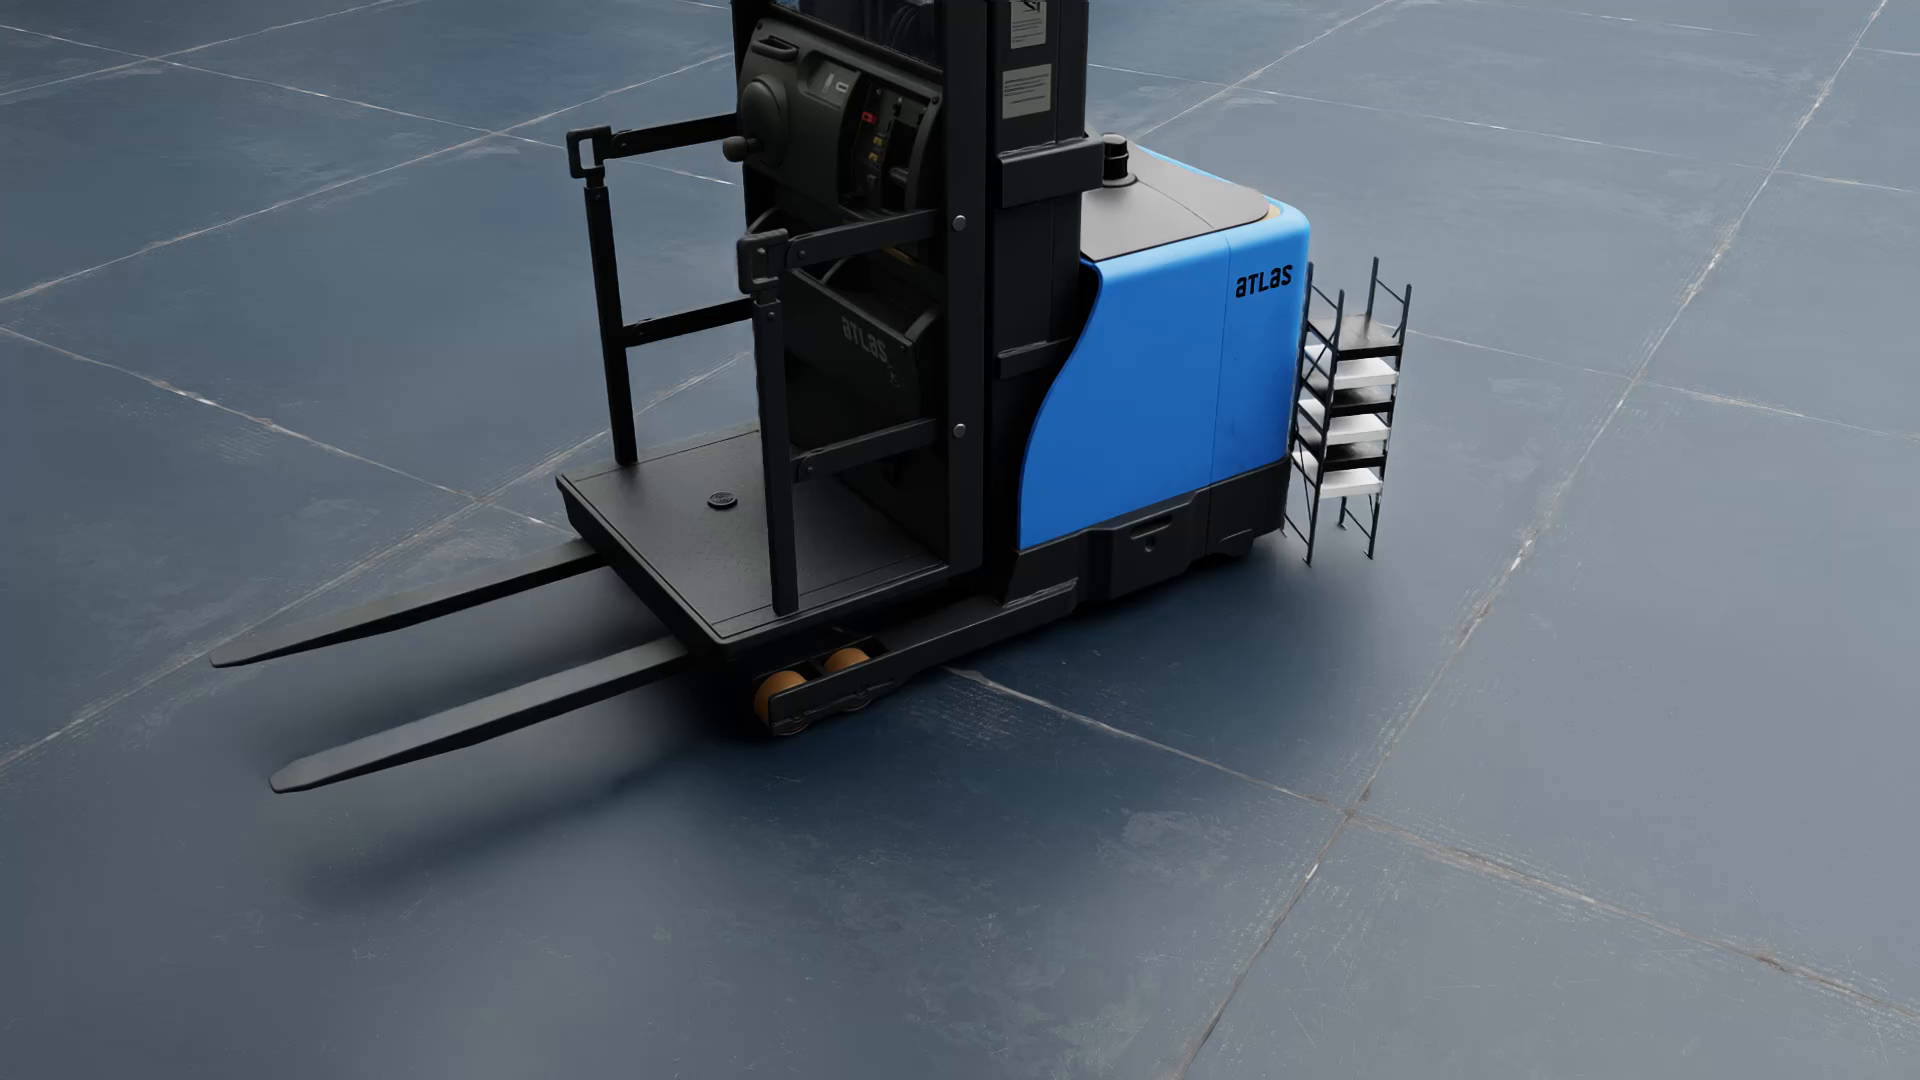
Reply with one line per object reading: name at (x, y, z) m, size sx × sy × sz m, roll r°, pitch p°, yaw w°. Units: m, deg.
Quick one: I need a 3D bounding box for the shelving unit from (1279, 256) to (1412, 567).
shelving unit at (1.149, -0.377, 5.003) m, size 0.210 × 0.900 × 0.258 m, roll -6°, pitch 31°, yaw -11°

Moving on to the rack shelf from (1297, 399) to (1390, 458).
rack shelf at (1.149, -0.348, 5.020) m, size 0.200 × 0.077 × 0.258 m, roll -6°, pitch 31°, yaw -11°

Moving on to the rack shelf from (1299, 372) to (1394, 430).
rack shelf at (1.149, -0.426, 4.975) m, size 0.200 × 0.077 × 0.258 m, roll -6°, pitch 31°, yaw -11°

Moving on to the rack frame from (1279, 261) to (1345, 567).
rack frame at (1.049, -0.366, 4.985) m, size 0.006 × 0.900 × 0.240 m, roll -6°, pitch 31°, yaw -11°

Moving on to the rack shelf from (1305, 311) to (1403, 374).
rack shelf at (1.149, -0.582, 4.884) m, size 0.200 × 0.077 × 0.258 m, roll -6°, pitch 31°, yaw -11°

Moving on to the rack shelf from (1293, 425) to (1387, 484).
rack shelf at (1.149, -0.271, 5.066) m, size 0.200 × 0.077 × 0.258 m, roll -6°, pitch 31°, yaw -11°

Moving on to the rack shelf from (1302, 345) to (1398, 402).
rack shelf at (1.149, -0.504, 4.930) m, size 0.200 × 0.077 × 0.258 m, roll -6°, pitch 31°, yaw -11°

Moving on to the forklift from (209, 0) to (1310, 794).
forklift at (-0.496, -1.057, 4.153) m, size 3.031 × 2.935 × 1.130 m, roll -19°, pitch 35°, yaw -29°

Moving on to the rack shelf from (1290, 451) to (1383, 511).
rack shelf at (1.149, -0.193, 5.111) m, size 0.200 × 0.077 × 0.258 m, roll -6°, pitch 31°, yaw -11°

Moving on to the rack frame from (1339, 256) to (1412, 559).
rack frame at (1.248, -0.388, 5.022) m, size 0.006 × 0.900 × 0.240 m, roll -6°, pitch 31°, yaw -11°
